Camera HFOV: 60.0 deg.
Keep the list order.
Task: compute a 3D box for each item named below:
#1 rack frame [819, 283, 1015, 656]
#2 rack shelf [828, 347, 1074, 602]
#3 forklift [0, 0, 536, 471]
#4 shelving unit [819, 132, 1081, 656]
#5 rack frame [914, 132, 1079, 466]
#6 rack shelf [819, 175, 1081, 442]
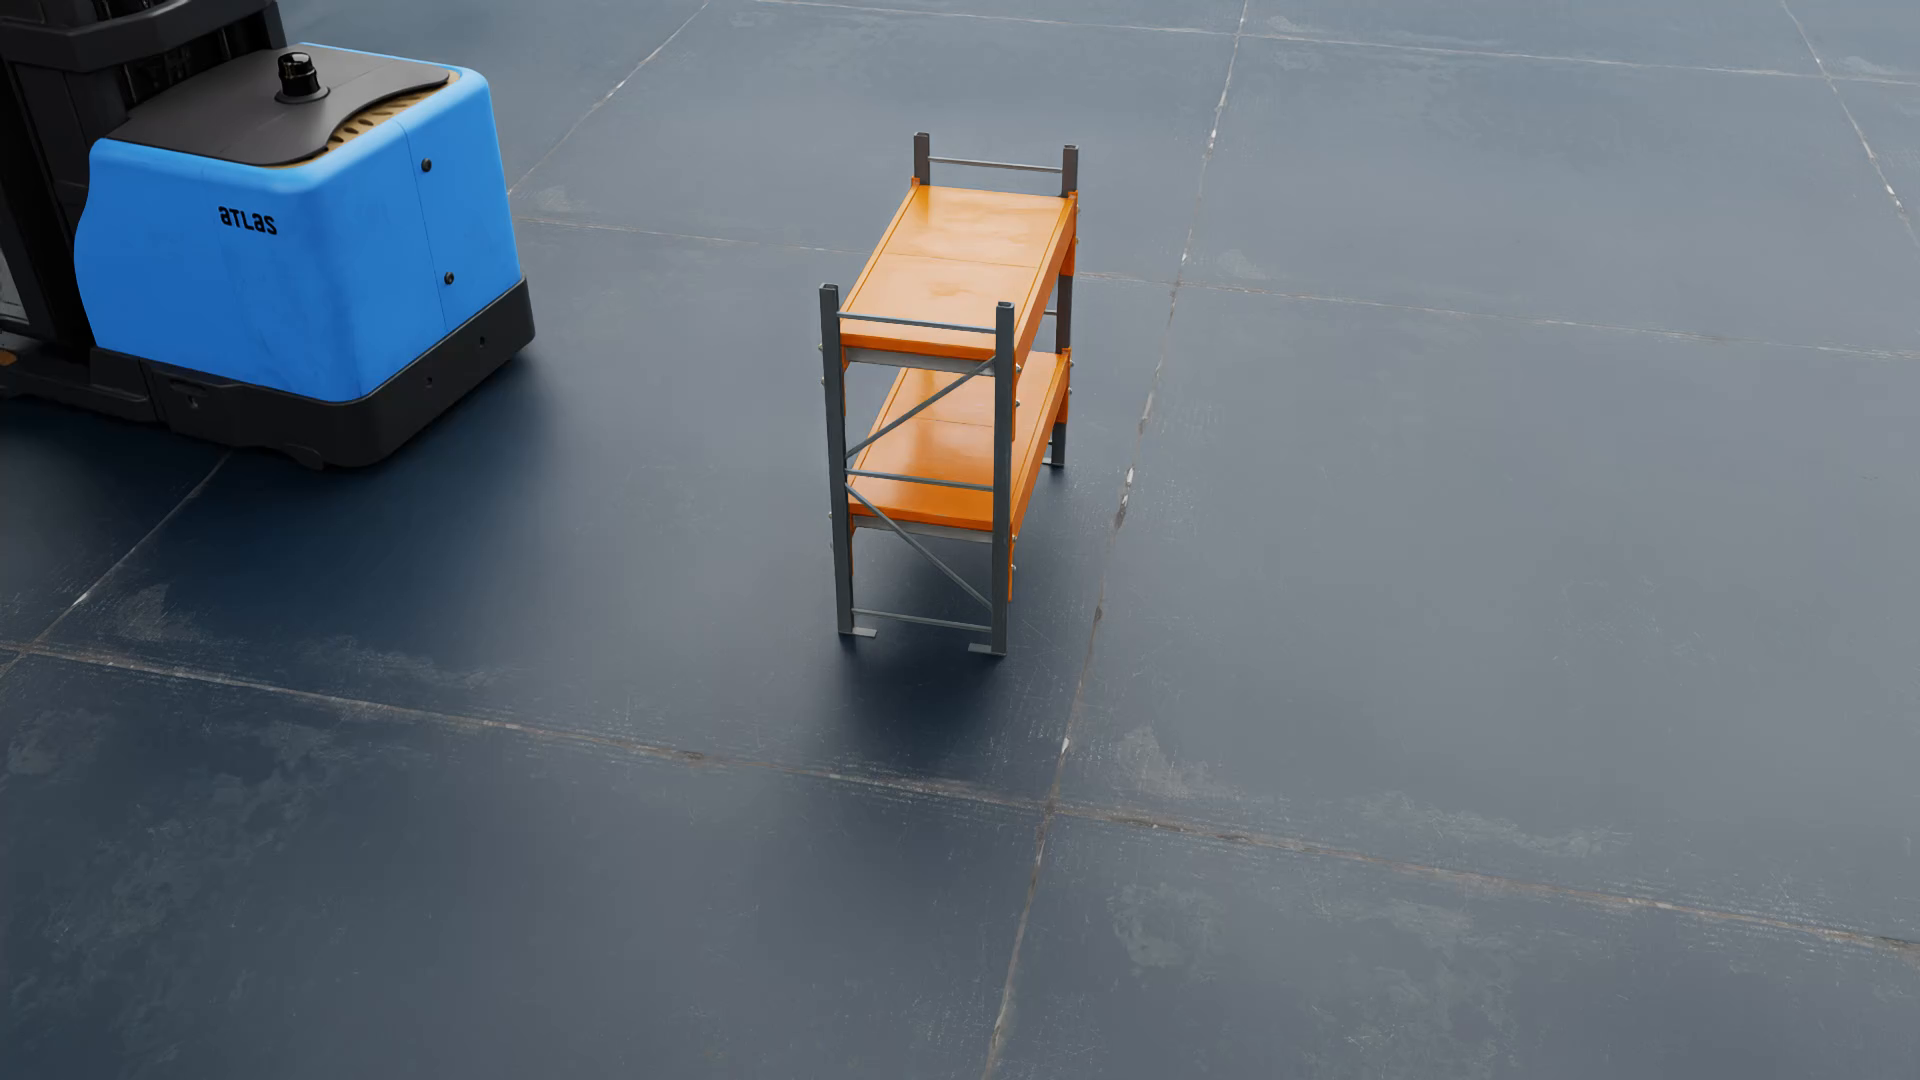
[{"bbox_3d":[-0.110,-0.160,4.512,0.500,1.125,0.032,7,37,10],"label":"rack frame"},{"bbox_3d":[-0.001,-0.254,5.058,0.538,0.278,1.000,7,37,10],"label":"rack shelf"},{"bbox_3d":[-3.145,-1.965,5.464,3.031,2.935,1.130,13,38,18],"label":"forklift"},{"bbox_3d":[-0.001,-0.452,4.915,0.538,1.125,1.048,7,37,10],"label":"shelving unit"},{"bbox_3d":[0.107,-0.743,5.317,0.500,1.125,0.032,7,37,10],"label":"rack frame"},{"bbox_3d":[-0.001,-0.689,4.743,0.538,0.278,1.000,7,37,10],"label":"rack shelf"}]
